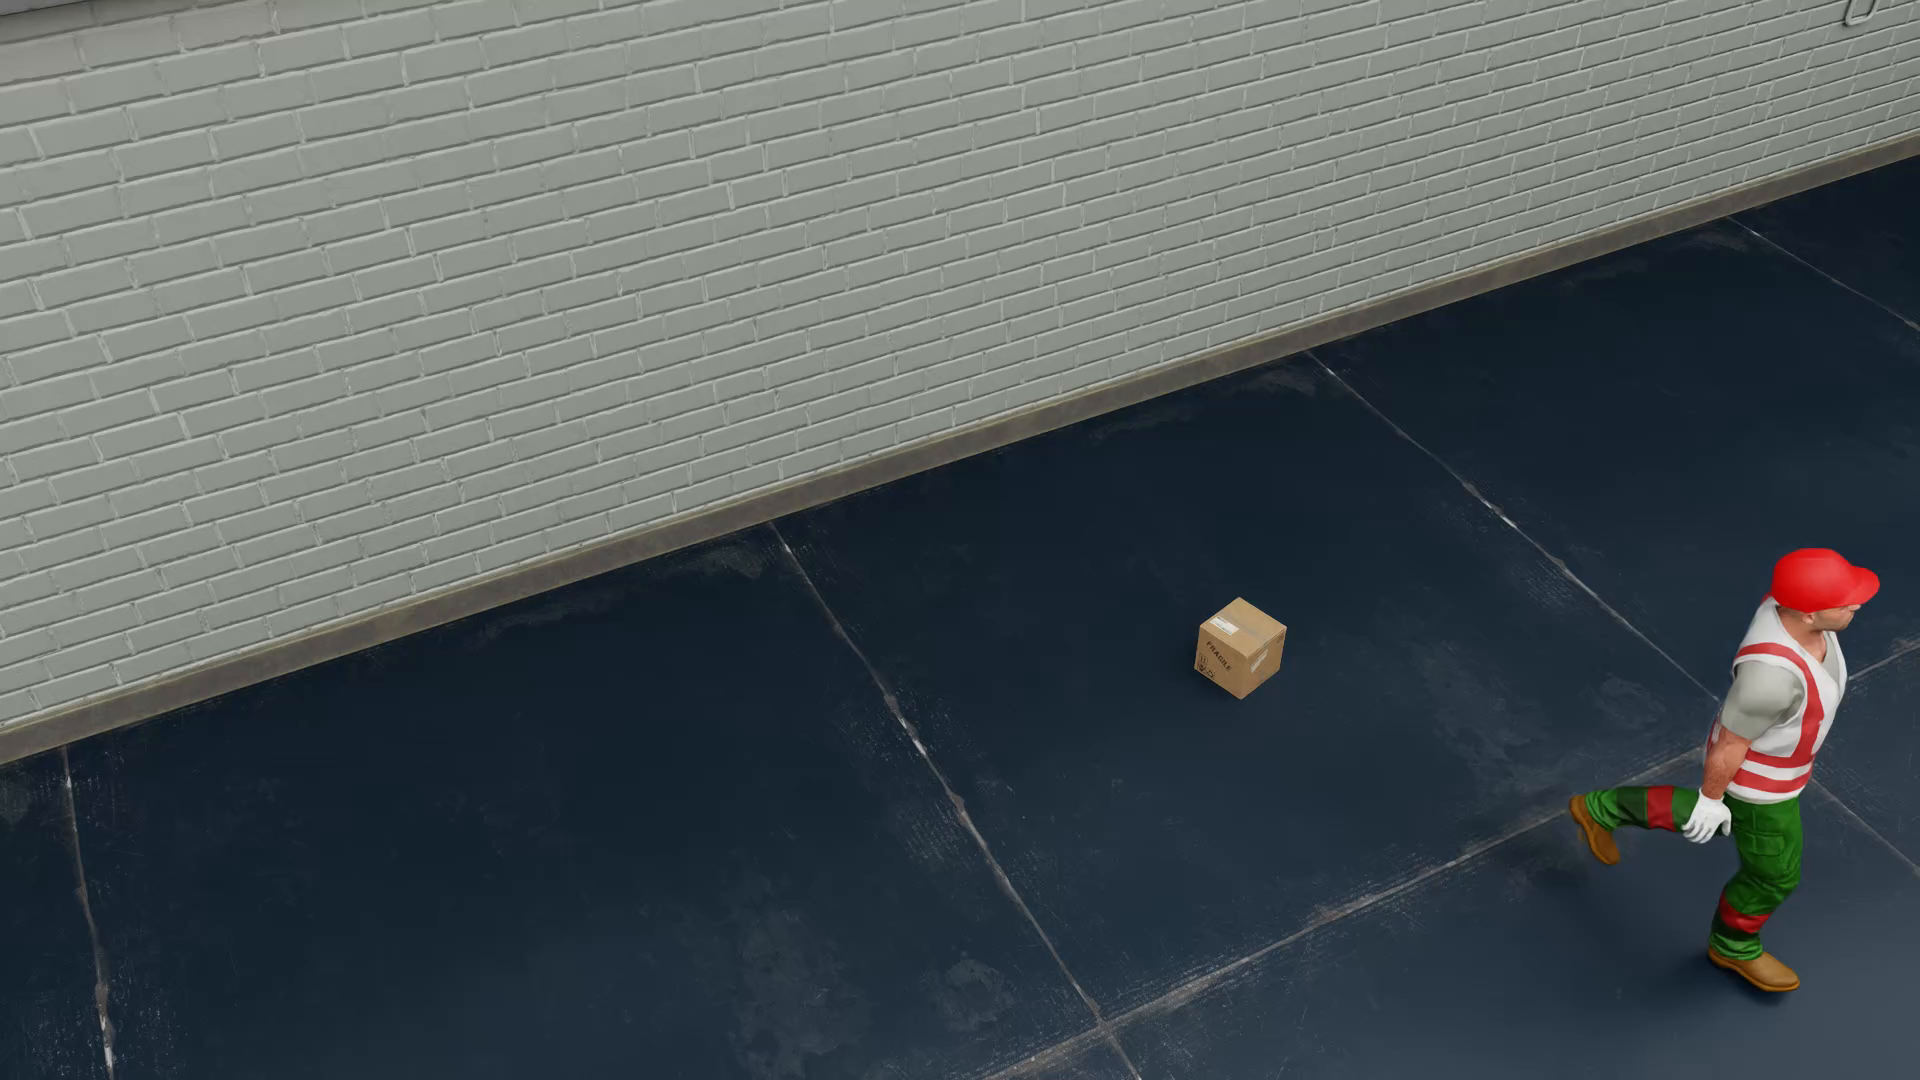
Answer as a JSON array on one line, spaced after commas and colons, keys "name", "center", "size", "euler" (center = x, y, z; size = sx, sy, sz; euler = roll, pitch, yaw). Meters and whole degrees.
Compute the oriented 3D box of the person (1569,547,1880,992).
[{"name": "person", "center": [2.514, 0.689, 5.338], "size": [0.892, 1.756, 0.574], "euler": [22, 45, 23]}]
